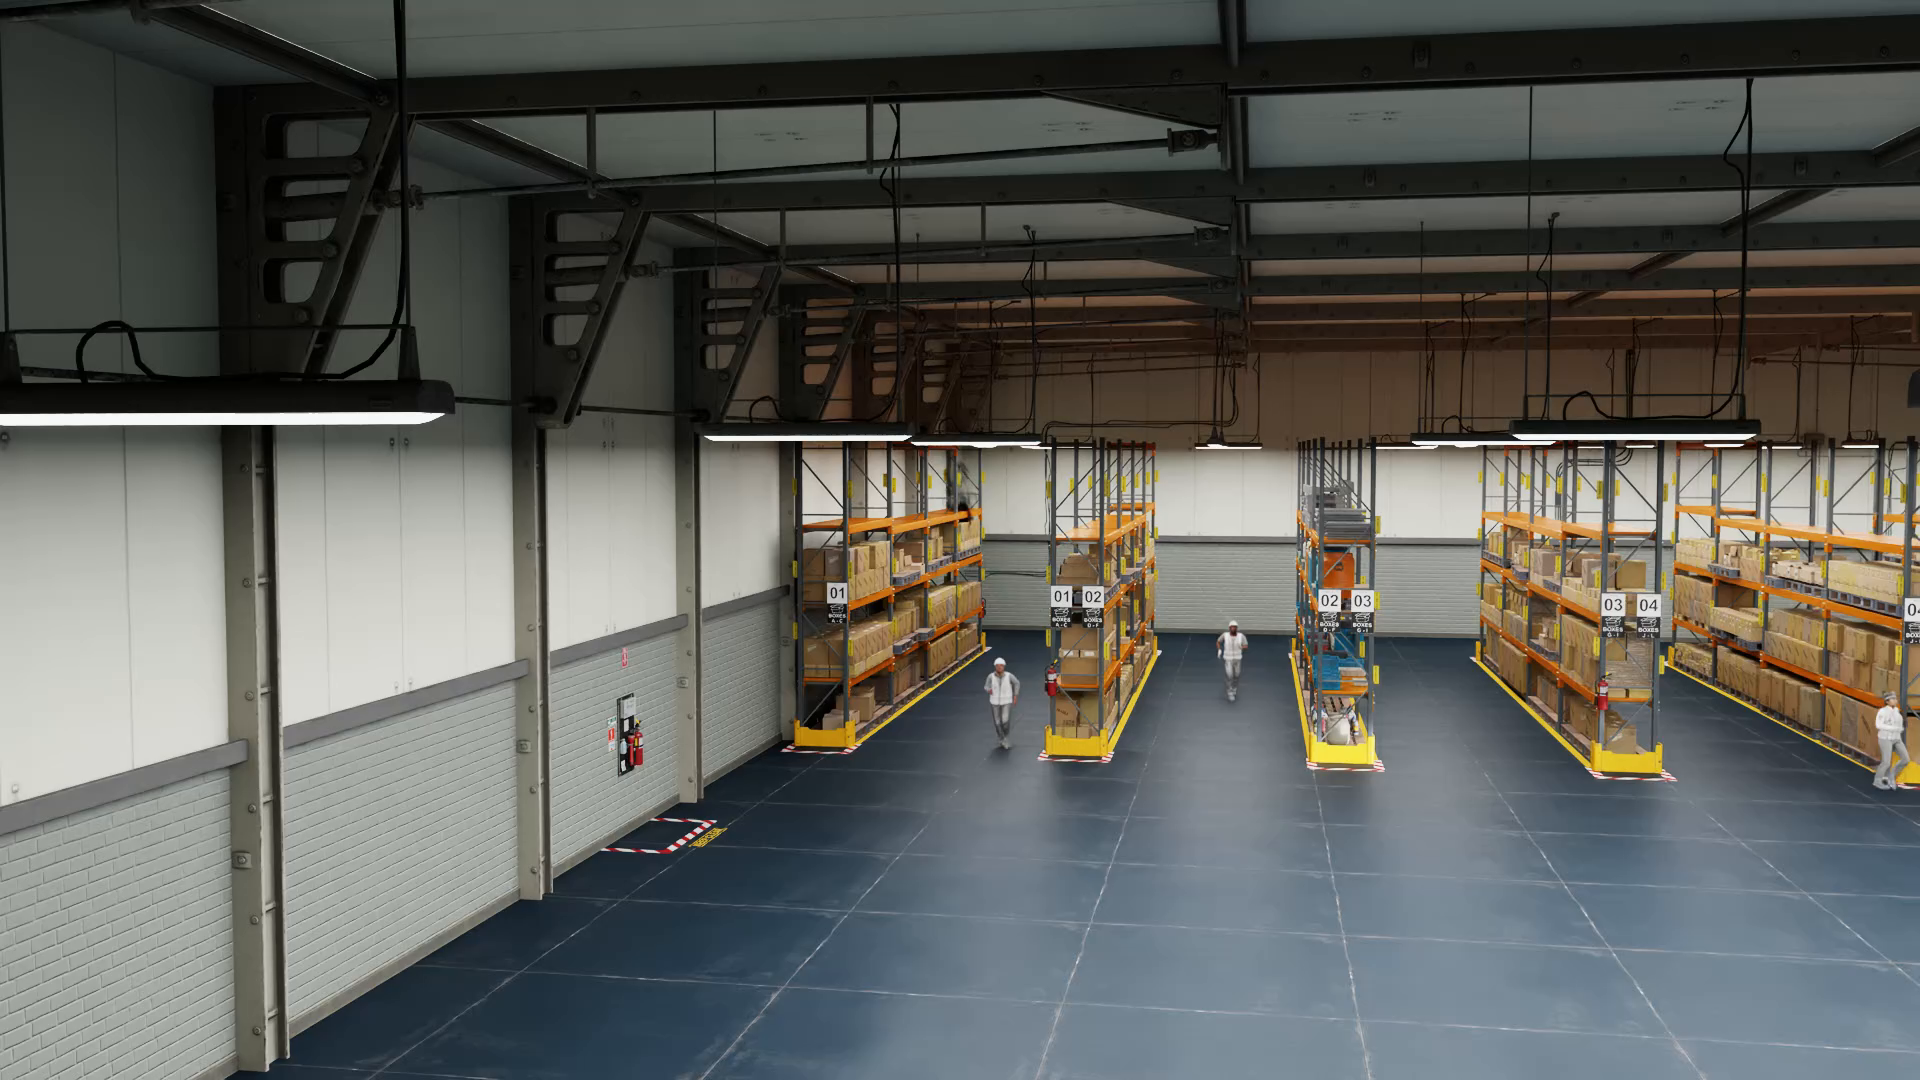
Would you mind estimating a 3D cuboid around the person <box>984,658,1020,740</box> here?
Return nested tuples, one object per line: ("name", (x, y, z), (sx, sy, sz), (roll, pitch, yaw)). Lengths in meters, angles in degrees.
("person", (0.796, 3.096, 32.104), (0.677, 1.655, 0.769), (1, 3, 11))

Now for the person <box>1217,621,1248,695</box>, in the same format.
("person", (6.312, 2.720, 38.474), (0.675, 1.698, 0.815), (0, 3, -1))

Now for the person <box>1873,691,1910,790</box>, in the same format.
("person", (15.764, 3.396, 28.103), (0.625, 1.698, 0.586), (-1, 3, -20))

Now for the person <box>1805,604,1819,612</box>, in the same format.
("person", (23.222, 2.460, 45.268), (0.677, 1.822, 0.716), (1, 3, 14))
